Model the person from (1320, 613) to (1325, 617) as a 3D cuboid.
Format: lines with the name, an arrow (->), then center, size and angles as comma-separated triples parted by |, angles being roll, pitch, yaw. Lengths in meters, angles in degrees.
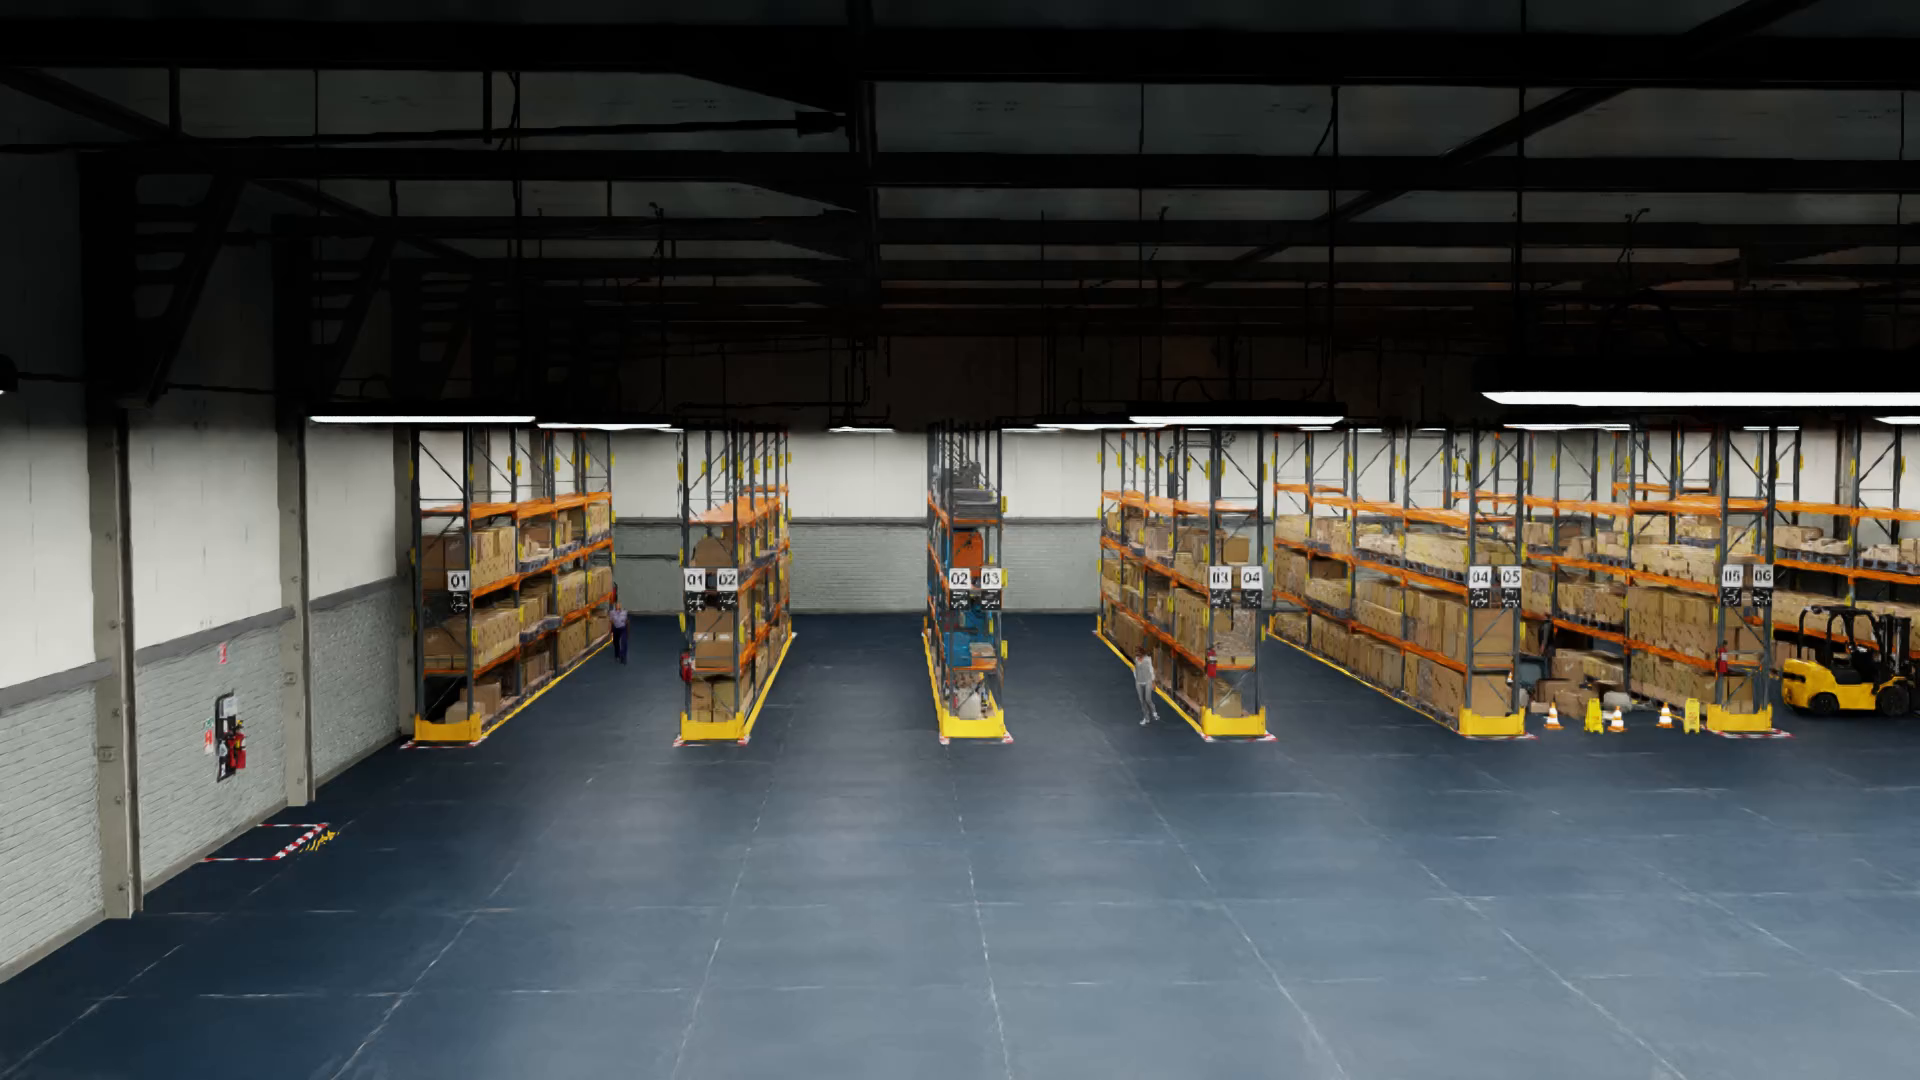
person -> 10.796, 1.636, 49.765 | 0.491, 1.775, 0.628 | -3, 5, -40

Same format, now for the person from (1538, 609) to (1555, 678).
person -> 13.321, 2.428, 37.868 | 0.555, 1.722, 0.615 | 1, 4, 22

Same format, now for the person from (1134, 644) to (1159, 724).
person -> 3.672, 2.830, 32.786 | 0.475, 1.590, 0.477 | 3, 5, 37

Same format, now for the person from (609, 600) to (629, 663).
person -> -8.535, 2.270, 41.579 | 0.481, 1.551, 1.091 | 0, 4, -5
